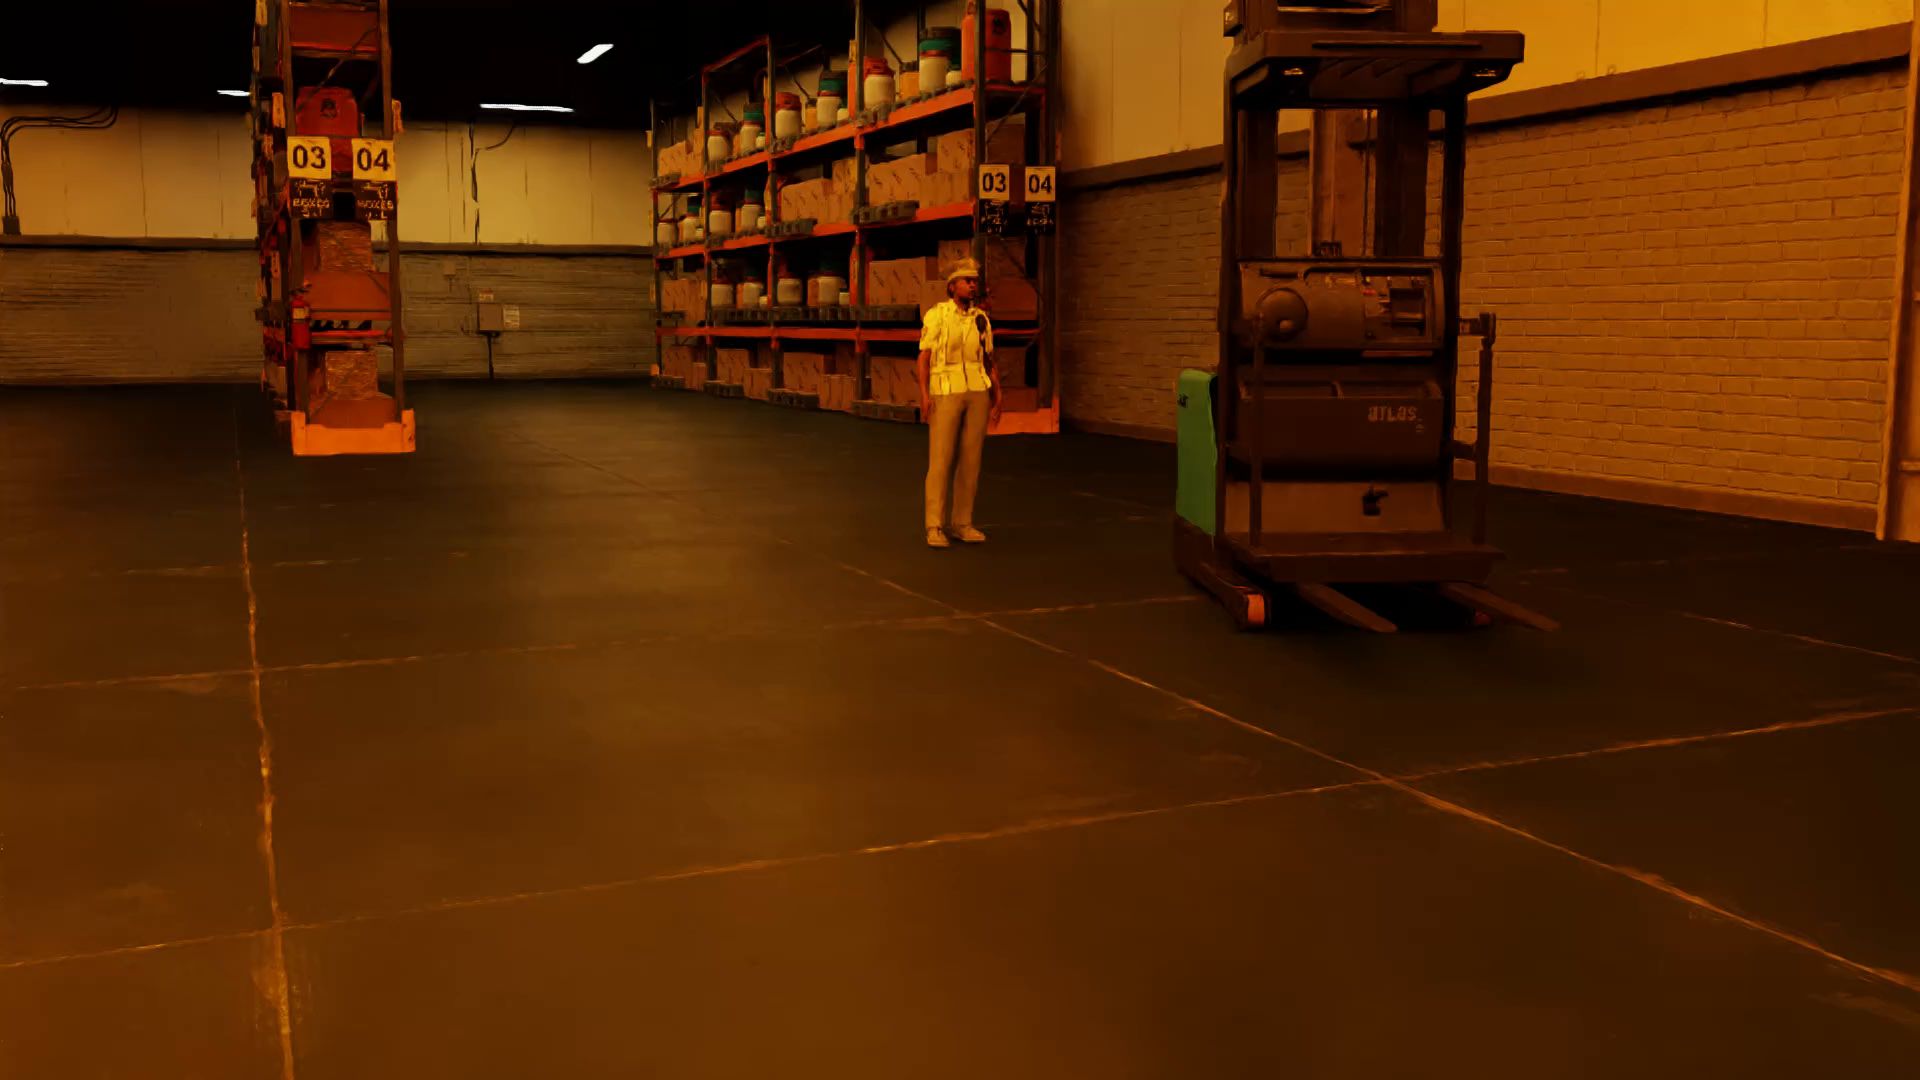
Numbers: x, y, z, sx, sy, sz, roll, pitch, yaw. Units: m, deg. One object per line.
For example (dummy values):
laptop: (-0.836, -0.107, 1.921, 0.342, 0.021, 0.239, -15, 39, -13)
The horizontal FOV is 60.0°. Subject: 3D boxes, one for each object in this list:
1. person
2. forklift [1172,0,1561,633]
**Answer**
person: (0.012, -0.837, 9.966, 0.570, 1.693, 0.529, -3, 8, -23)
forklift: (1.747, -1.106, 7.329, 1.130, 2.935, 3.031, 0, 8, -4)
